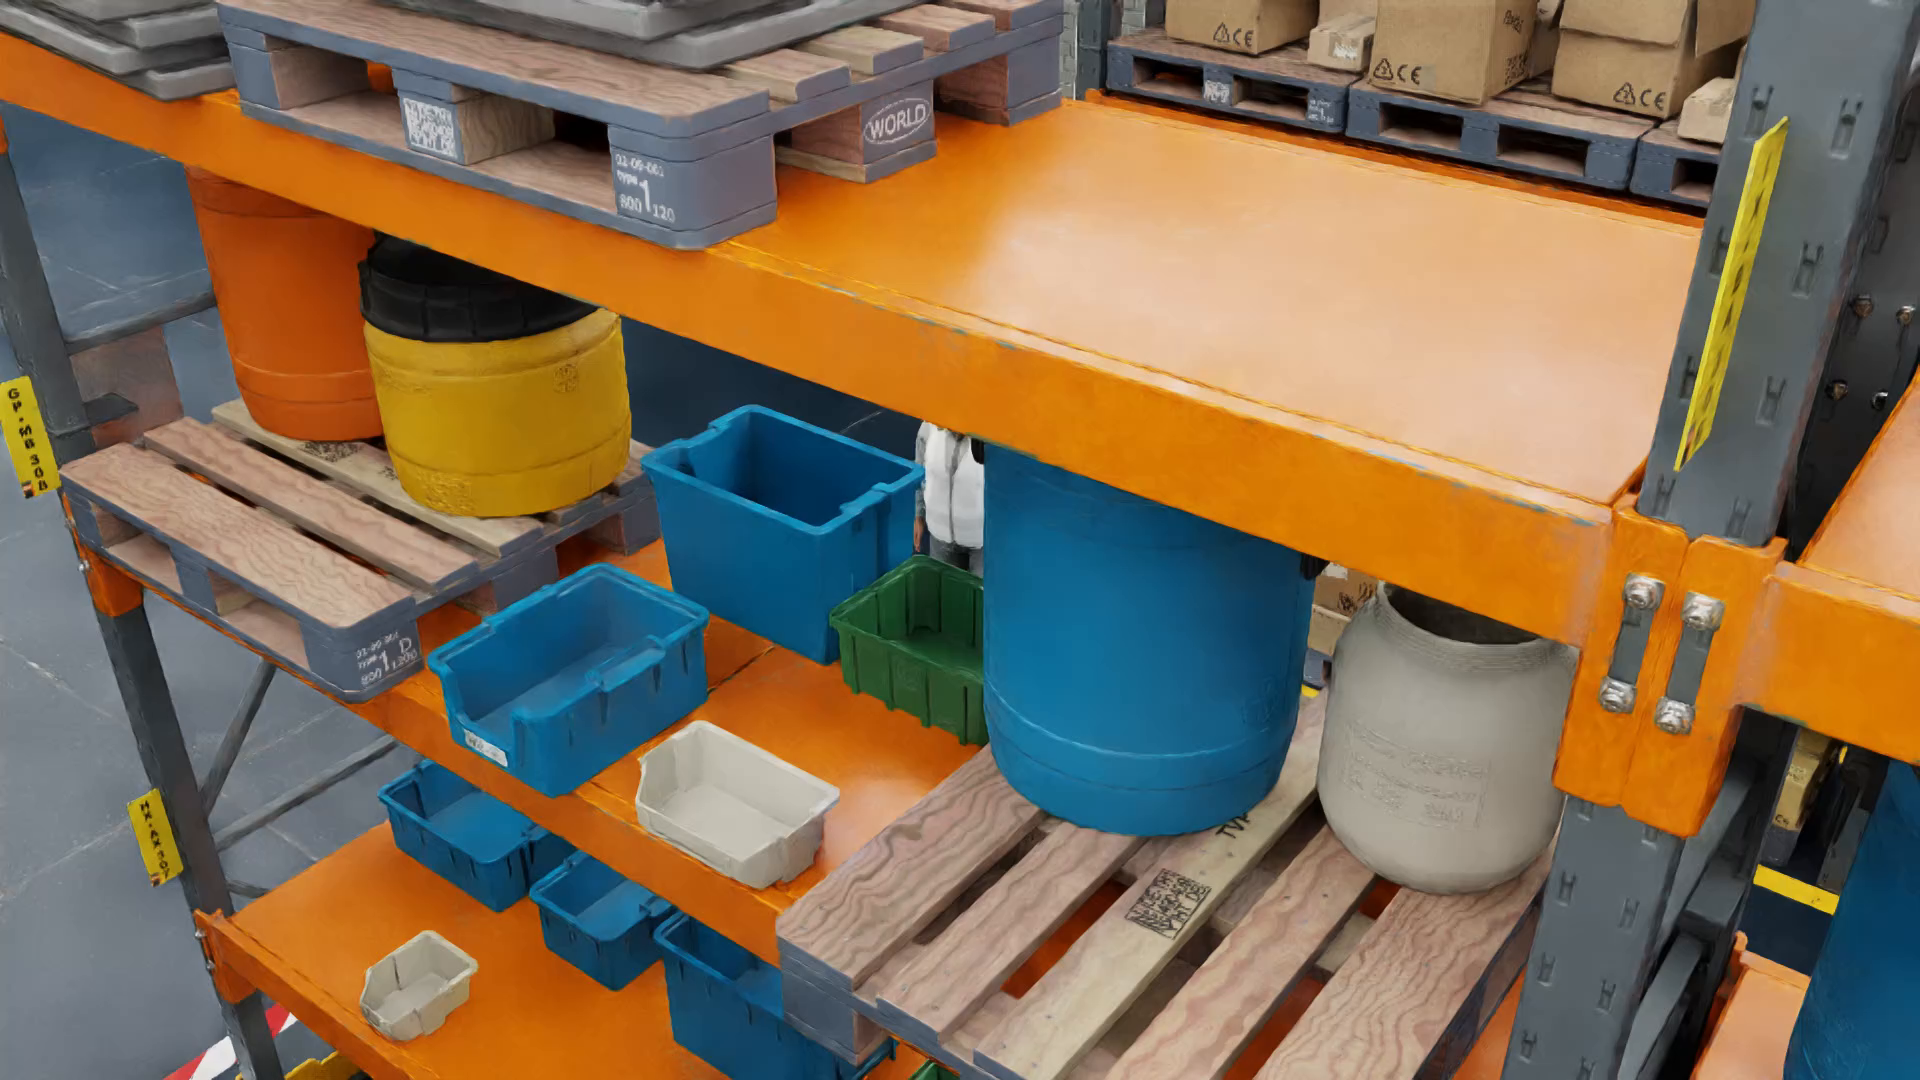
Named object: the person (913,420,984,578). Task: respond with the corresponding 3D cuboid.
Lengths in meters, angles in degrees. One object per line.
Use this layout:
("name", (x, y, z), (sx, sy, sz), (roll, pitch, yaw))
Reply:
("person", (0.023, -0.048, 8.091), (0.591, 1.784, 0.385), (16, 34, 25))
